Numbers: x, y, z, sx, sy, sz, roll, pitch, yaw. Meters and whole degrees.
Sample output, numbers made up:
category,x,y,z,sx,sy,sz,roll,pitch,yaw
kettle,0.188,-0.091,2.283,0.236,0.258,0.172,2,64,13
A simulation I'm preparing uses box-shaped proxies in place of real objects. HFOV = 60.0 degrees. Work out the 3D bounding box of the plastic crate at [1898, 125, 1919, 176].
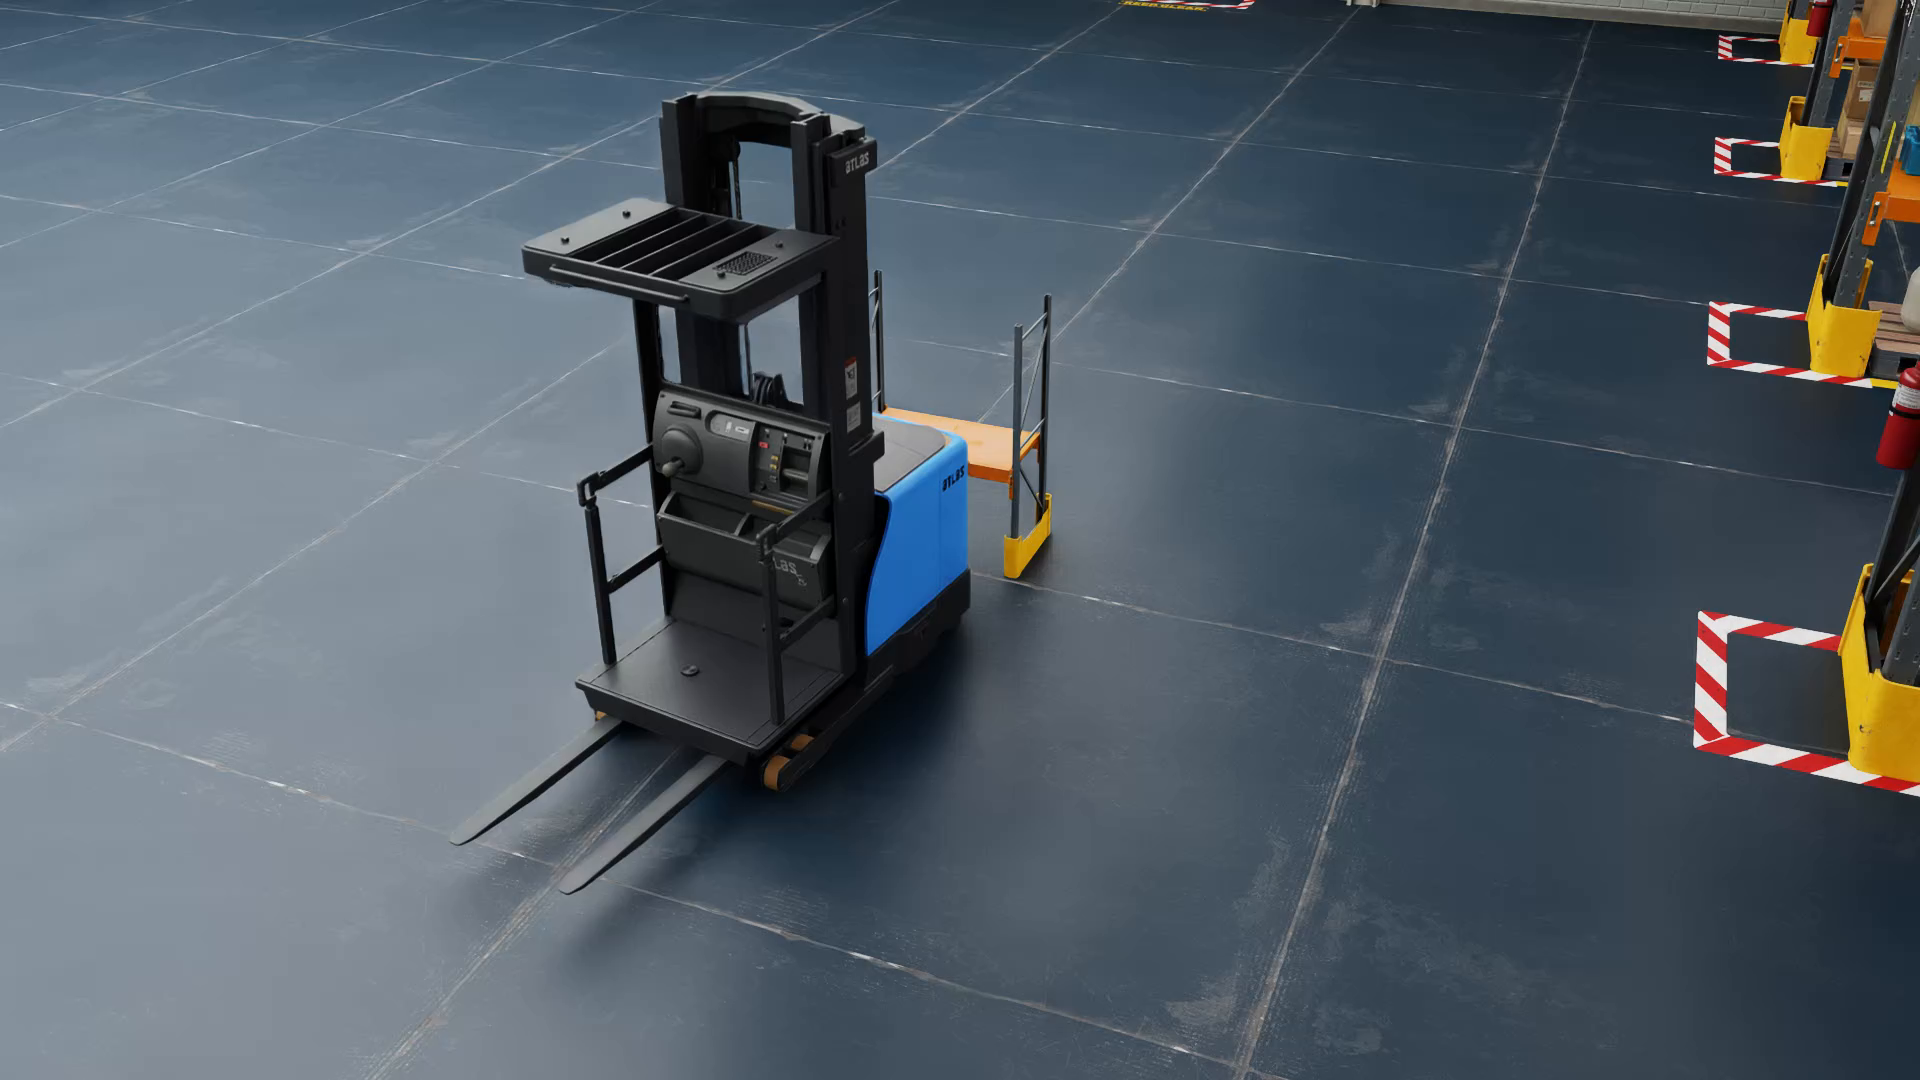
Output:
category,x,y,z,sx,sy,sz,roll,pitch,yaw
plastic crate,6.942,-2.712,11.651,0.616,0.251,0.499,11,31,19

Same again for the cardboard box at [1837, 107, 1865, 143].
category,x,y,z,sx,sy,sz,roll,pitch,yaw
cardboard box,8.840,-4.012,16.167,0.500,0.250,0.500,11,31,19

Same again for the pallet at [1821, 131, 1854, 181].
category,x,y,z,sx,sy,sz,roll,pitch,yaw
pallet,8.956,-3.654,16.001,1.213,0.211,1.003,11,31,19

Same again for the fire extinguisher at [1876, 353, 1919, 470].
category,x,y,z,sx,sy,sz,roll,pitch,yaw
fire extinguisher,4.571,-0.672,7.969,0.183,0.674,0.296,11,31,19

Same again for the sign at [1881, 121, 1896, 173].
category,x,y,z,sx,sy,sz,roll,pitch,yaw
sign,6.155,-2.603,11.026,0.005,0.325,0.100,11,31,19

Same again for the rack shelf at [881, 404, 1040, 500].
category,x,y,z,sx,sy,sz,roll,pitch,yaw
rack shelf,-0.079,-0.512,9.497,1.000,0.185,0.538,11,31,19

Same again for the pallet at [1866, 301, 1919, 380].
category,x,y,z,sx,sy,sz,roll,pitch,yaw
pallet,7.205,-1.374,11.966,1.213,0.211,1.003,11,31,19

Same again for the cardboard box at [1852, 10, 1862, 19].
category,x,y,z,sx,sy,sz,roll,pitch,yaw
cardboard box,10.698,-6.102,19.783,0.500,0.311,0.500,8,30,13

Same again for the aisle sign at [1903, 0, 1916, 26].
category,x,y,z,sx,sy,sz,roll,pitch,yaw
aisle sign,6.189,-3.744,10.684,0.004,0.787,0.394,11,31,19

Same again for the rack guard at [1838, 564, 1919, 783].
category,x,y,z,sx,sy,sz,roll,pitch,yaw
rack guard,4.574,0.628,8.131,0.348,0.500,1.175,11,31,19

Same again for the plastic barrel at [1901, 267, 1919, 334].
category,x,y,z,sx,sy,sz,roll,pitch,yaw
plastic barrel,7.005,-1.746,11.892,0.421,0.512,0.421,0,29,0

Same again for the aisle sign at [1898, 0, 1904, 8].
category,x,y,z,sx,sy,sz,roll,pitch,yaw
aisle sign,6.411,-4.013,11.160,0.004,0.787,0.394,11,31,19

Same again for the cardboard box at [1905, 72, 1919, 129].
category,x,y,z,sx,sy,sz,roll,pitch,yaw
cardboard box,9.109,-4.011,15.403,0.500,0.500,0.500,11,31,19

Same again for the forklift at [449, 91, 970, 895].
category,x,y,z,sx,sy,sz,roll,pitch,yaw
forklift,-1.120,-0.370,7.425,1.130,2.935,3.031,16,33,26

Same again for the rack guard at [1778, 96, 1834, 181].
category,x,y,z,sx,sy,sz,roll,pitch,yaw
rack guard,8.210,-3.907,16.154,0.348,0.500,1.175,11,31,19

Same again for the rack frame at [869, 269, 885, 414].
category,x,y,z,sx,sy,sz,roll,pitch,yaw
rack frame,-0.550,-0.763,9.575,0.032,1.500,0.500,11,31,19

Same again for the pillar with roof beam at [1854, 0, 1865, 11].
category,x,y,z,sx,sy,sz,roll,pitch,yaw
pillar with roof beam,9.446,-8.164,15.048,0.400,9.000,9.100,11,31,19

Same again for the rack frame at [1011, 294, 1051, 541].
category,x,y,z,sx,sy,sz,roll,pitch,yaw
rack frame,0.392,-0.575,9.242,0.032,1.500,0.500,11,31,19

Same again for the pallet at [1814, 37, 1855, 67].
category,x,y,z,sx,sy,sz,roll,pitch,yaw
pallet,10.901,-5.856,19.895,1.213,0.211,1.003,11,31,19

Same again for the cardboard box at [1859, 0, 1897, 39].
category,x,y,z,sx,sy,sz,roll,pitch,yaw
cardboard box,8.660,-4.942,15.344,0.500,0.500,0.700,11,31,19

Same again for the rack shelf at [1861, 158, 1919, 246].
category,x,y,z,sx,sy,sz,roll,pitch,yaw
rack shelf,8.219,-2.050,11.059,4.000,0.370,1.077,11,31,19

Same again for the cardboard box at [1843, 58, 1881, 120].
category,x,y,z,sx,sy,sz,roll,pitch,yaw
cardboard box,8.841,-4.339,15.985,0.500,0.500,0.500,11,31,19

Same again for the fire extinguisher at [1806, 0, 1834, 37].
category,x,y,z,sx,sy,sz,roll,pitch,yaw
fire extinguisher,8.297,-5.191,15.964,0.183,0.674,0.296,11,31,19

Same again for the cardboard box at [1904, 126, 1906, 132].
category,x,y,z,sx,sy,sz,roll,pitch,yaw
cardboard box,9.110,-3.685,15.589,0.500,0.250,0.500,11,31,19

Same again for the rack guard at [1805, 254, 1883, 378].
category,x,y,z,sx,sy,sz,roll,pitch,yaw
rack guard,6.454,-1.652,12.165,0.348,0.500,1.175,11,31,19

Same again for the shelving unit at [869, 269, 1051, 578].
category,x,y,z,sx,sy,sz,roll,pitch,yaw
shelving unit,-0.071,-0.667,9.406,1.083,1.500,0.587,11,31,19

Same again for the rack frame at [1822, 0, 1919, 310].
category,x,y,z,sx,sy,sz,roll,pitch,yaw
rack frame,6.366,-2.733,11.537,0.127,3.000,1.000,11,31,19

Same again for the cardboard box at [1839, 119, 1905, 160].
category,x,y,z,sx,sy,sz,roll,pitch,yaw
cardboard box,8.645,-3.776,15.750,0.500,0.250,0.500,11,31,19

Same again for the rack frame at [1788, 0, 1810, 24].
category,x,y,z,sx,sy,sz,roll,pitch,yaw
rack frame,10.091,-7.250,19.529,0.127,3.000,1.000,11,31,19

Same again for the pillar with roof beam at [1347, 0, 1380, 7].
category,x,y,z,sx,sy,sz,roll,pitch,yaw
pillar with roof beam,3.886,-9.274,17.012,0.400,9.000,9.100,11,31,19

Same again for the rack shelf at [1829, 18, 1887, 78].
category,x,y,z,sx,sy,sz,roll,pitch,yaw
rack shelf,10.085,-4.308,15.054,4.000,0.370,1.077,11,31,19

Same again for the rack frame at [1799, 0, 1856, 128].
category,x,y,z,sx,sy,sz,roll,pitch,yaw
rack frame,8.232,-4.991,15.531,0.127,3.000,1.000,11,31,19

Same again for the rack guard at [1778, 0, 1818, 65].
category,x,y,z,sx,sy,sz,roll,pitch,yaw
rack guard,10.161,-6.148,20.119,0.348,0.500,1.175,11,31,19

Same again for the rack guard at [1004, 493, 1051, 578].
category,x,y,z,sx,sy,sz,roll,pitch,yaw
rack guard,0.391,-0.031,9.550,0.087,0.250,0.587,11,31,19

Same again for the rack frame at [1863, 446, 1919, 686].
category,x,y,z,sx,sy,sz,roll,pitch,yaw
rack frame,4.504,-0.475,7.541,0.127,3.000,1.000,11,31,19
